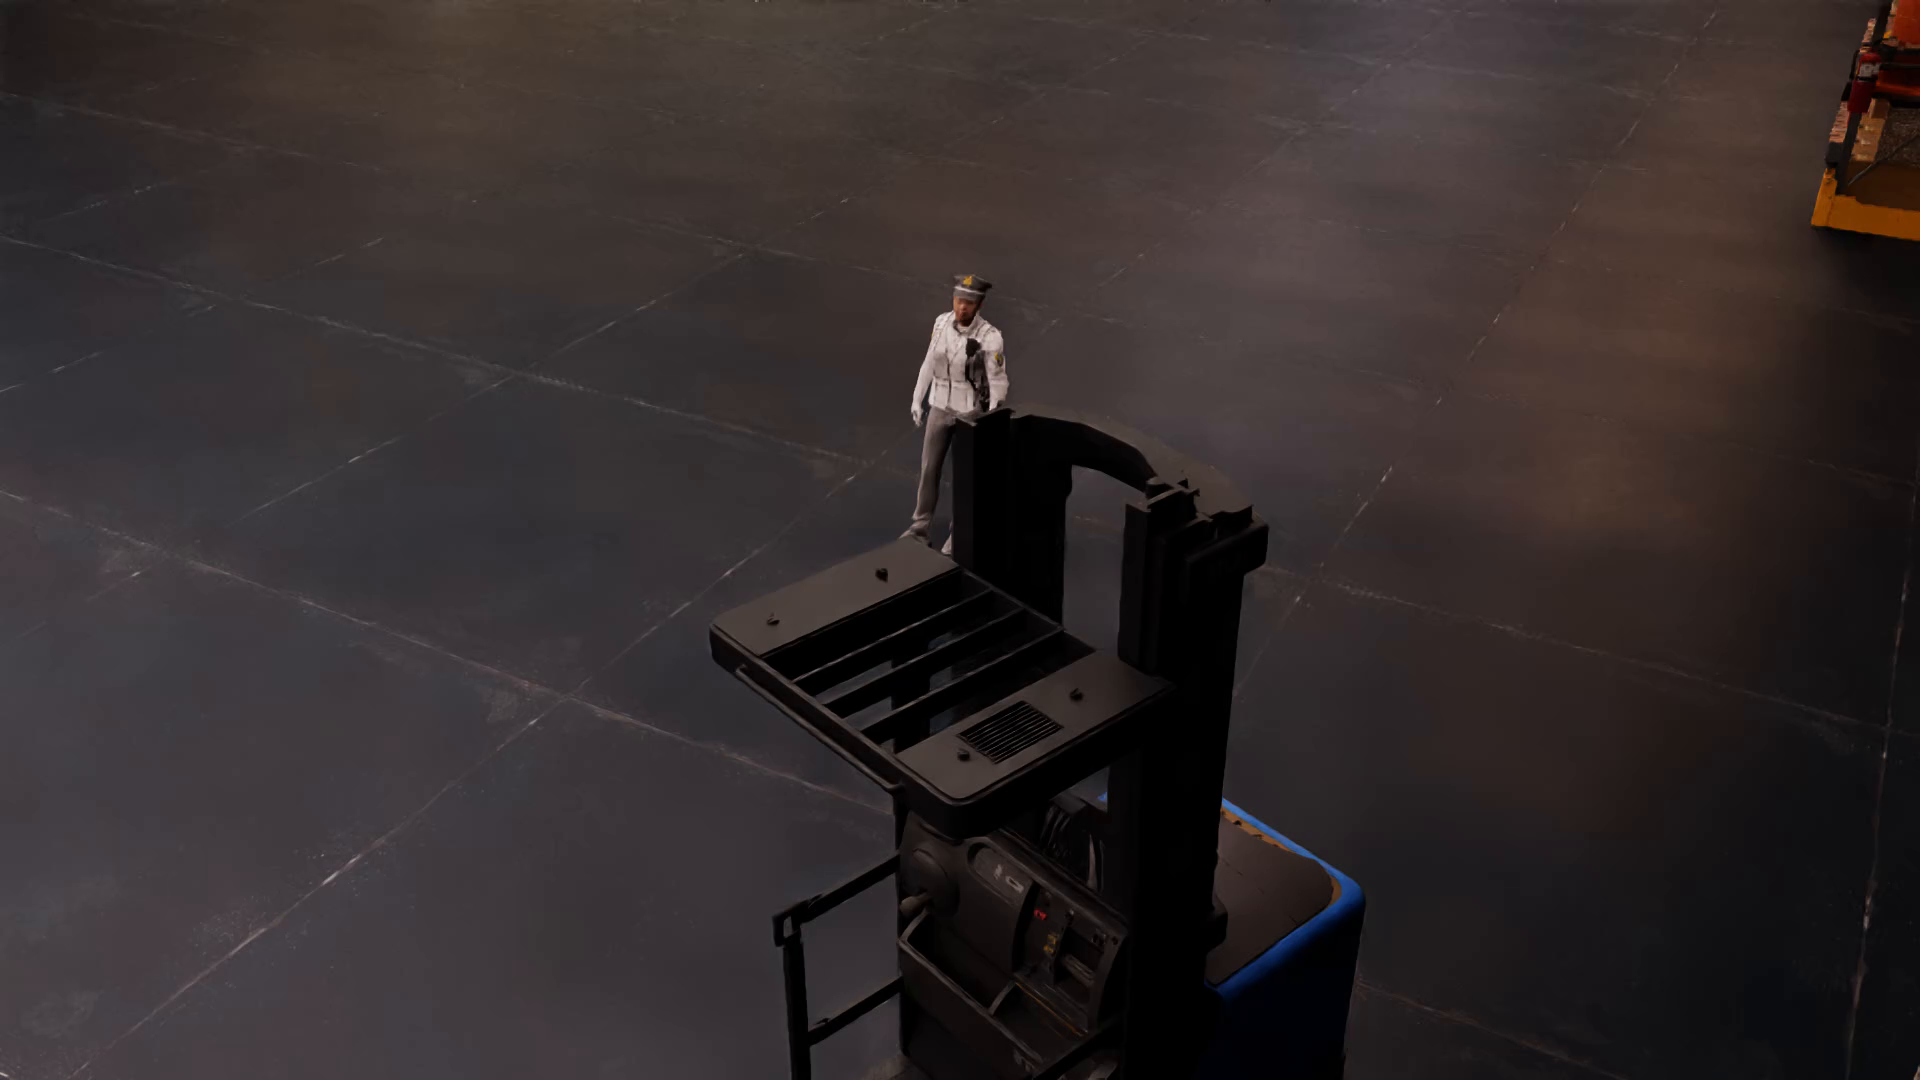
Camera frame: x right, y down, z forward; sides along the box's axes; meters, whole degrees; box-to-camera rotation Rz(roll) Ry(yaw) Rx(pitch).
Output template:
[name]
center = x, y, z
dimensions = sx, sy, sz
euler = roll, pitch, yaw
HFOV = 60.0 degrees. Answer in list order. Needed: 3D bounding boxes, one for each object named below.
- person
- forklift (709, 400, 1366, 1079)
[person]
center = -0.039, -0.713, 9.527
dimensions = 0.586, 1.695, 0.532
euler = 15, 33, 25
[forklift]
center = -0.015, 1.169, 5.044
dimensions = 3.031, 2.935, 1.130
euler = -24, 37, -35
